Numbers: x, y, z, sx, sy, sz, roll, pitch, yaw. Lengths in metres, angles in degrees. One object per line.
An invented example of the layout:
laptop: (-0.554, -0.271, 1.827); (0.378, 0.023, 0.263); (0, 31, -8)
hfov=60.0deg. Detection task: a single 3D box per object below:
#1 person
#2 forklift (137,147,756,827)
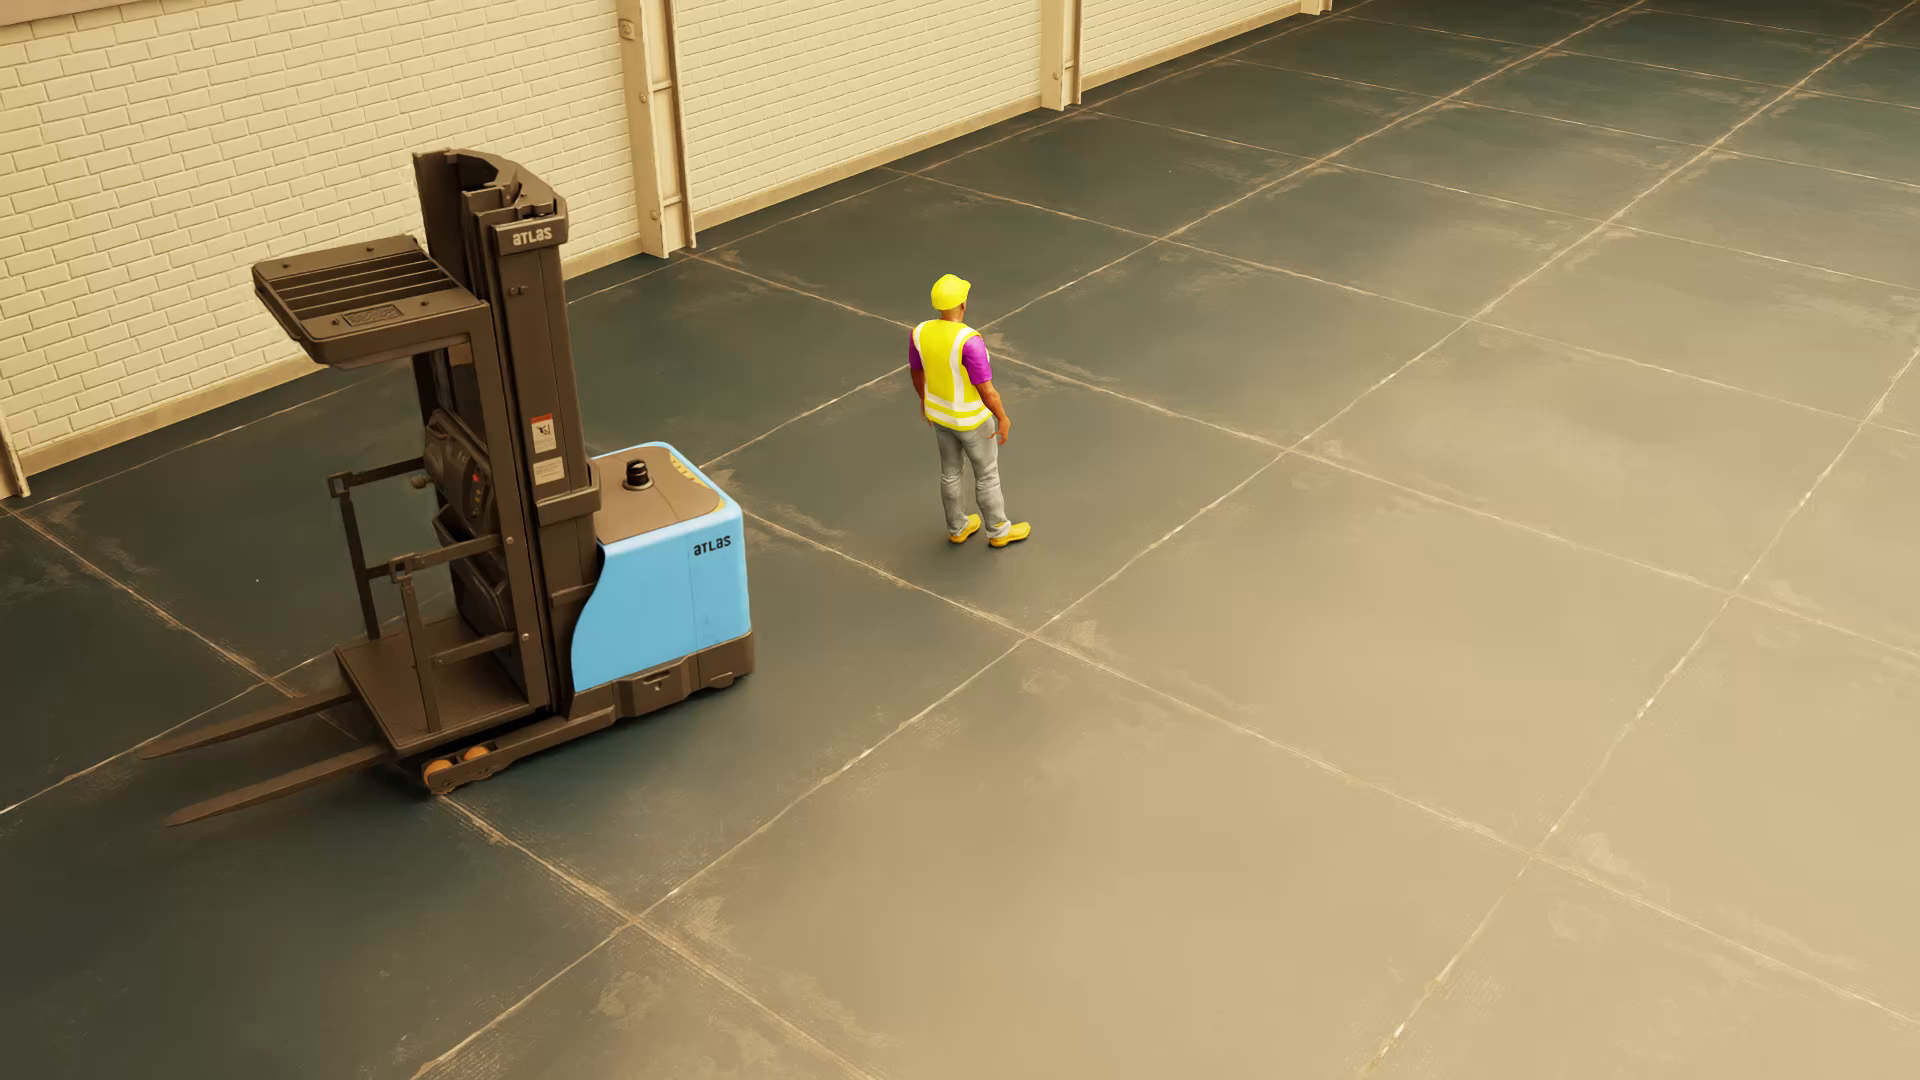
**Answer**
person: (0.048, -0.792, 10.097); (0.666, 1.761, 0.575); (22, 37, 33)
forklift: (-2.636, -0.298, 8.105); (3.031, 2.935, 1.130); (-19, 35, -29)
